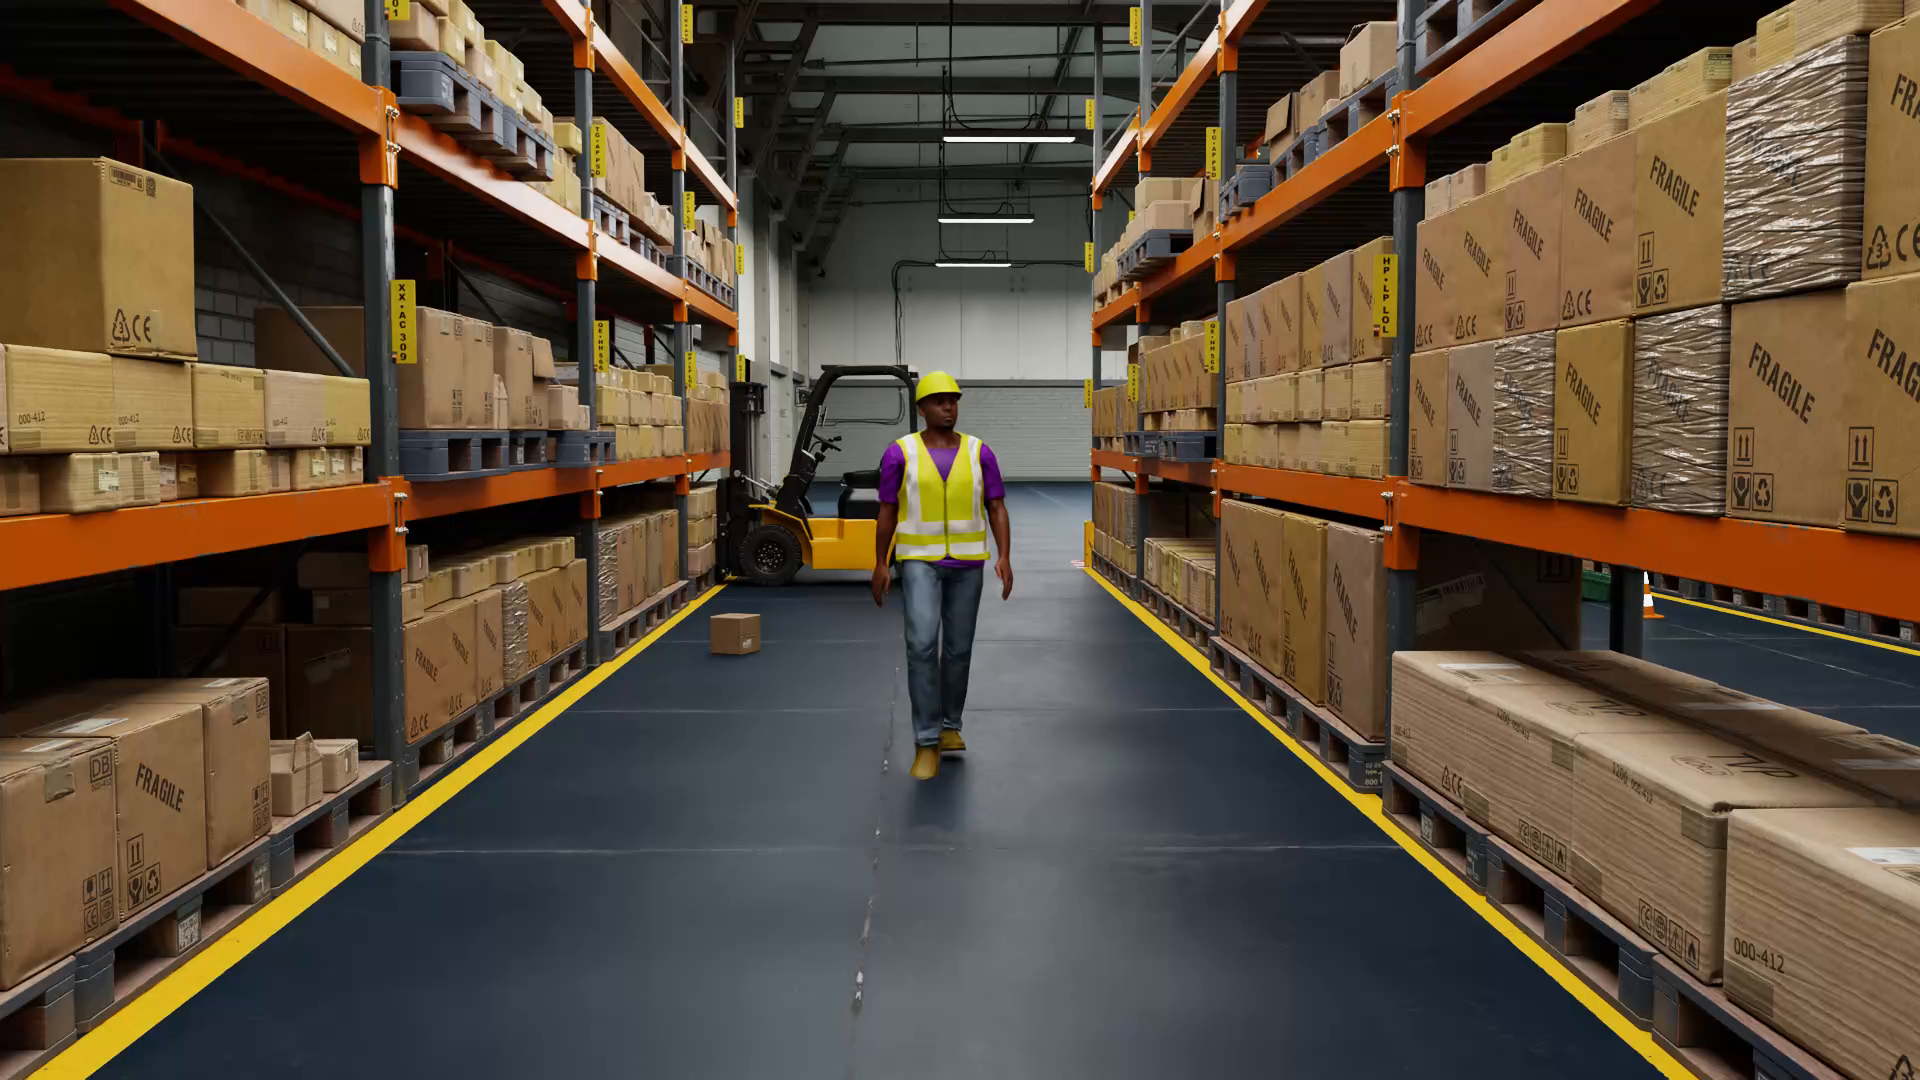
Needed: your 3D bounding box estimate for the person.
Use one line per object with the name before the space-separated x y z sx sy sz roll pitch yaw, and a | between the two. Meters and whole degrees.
person | -0.069 0.150 7.496 0.614 1.821 0.672 -1 4 -11
